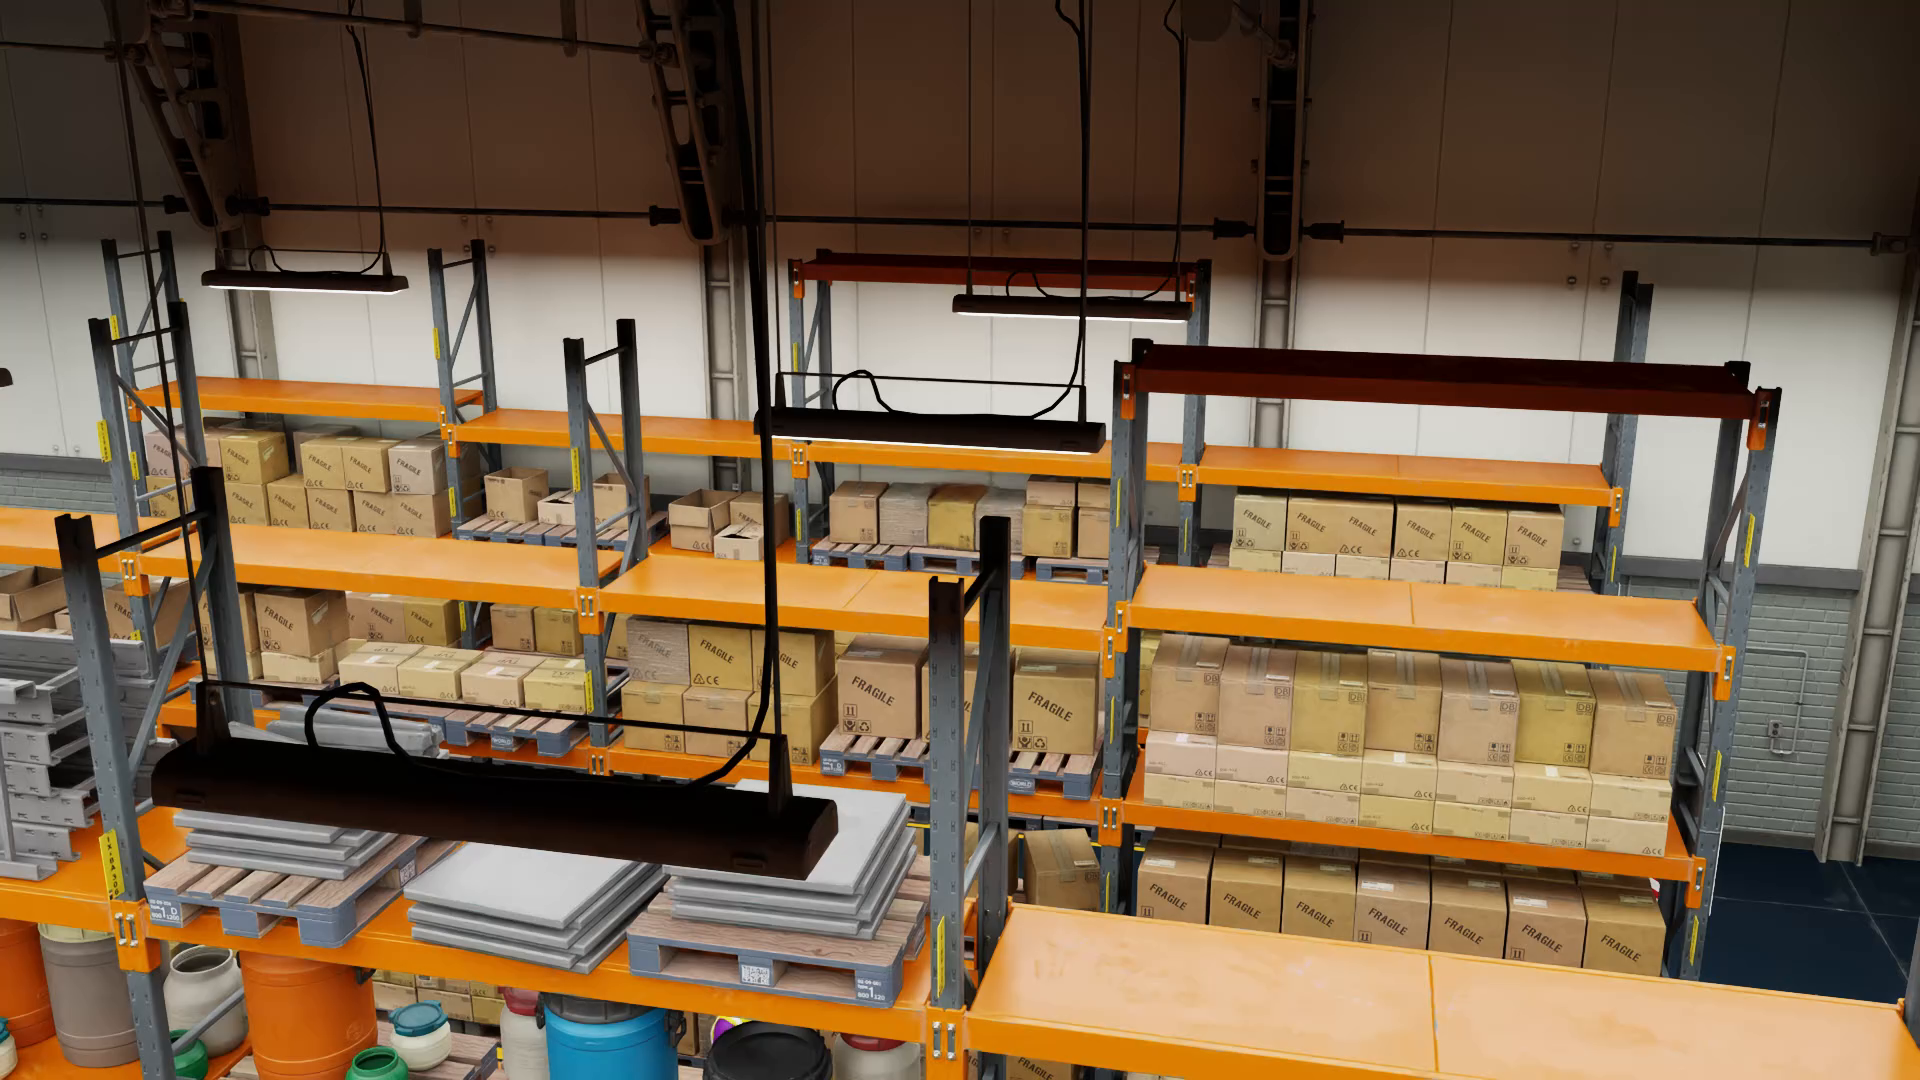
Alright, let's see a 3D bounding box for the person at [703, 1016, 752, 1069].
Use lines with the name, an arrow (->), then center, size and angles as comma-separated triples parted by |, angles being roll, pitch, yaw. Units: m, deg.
person -> -1.678, 3.845, 12.095 | 0.986, 1.717, 0.577 | 6, 17, 19
